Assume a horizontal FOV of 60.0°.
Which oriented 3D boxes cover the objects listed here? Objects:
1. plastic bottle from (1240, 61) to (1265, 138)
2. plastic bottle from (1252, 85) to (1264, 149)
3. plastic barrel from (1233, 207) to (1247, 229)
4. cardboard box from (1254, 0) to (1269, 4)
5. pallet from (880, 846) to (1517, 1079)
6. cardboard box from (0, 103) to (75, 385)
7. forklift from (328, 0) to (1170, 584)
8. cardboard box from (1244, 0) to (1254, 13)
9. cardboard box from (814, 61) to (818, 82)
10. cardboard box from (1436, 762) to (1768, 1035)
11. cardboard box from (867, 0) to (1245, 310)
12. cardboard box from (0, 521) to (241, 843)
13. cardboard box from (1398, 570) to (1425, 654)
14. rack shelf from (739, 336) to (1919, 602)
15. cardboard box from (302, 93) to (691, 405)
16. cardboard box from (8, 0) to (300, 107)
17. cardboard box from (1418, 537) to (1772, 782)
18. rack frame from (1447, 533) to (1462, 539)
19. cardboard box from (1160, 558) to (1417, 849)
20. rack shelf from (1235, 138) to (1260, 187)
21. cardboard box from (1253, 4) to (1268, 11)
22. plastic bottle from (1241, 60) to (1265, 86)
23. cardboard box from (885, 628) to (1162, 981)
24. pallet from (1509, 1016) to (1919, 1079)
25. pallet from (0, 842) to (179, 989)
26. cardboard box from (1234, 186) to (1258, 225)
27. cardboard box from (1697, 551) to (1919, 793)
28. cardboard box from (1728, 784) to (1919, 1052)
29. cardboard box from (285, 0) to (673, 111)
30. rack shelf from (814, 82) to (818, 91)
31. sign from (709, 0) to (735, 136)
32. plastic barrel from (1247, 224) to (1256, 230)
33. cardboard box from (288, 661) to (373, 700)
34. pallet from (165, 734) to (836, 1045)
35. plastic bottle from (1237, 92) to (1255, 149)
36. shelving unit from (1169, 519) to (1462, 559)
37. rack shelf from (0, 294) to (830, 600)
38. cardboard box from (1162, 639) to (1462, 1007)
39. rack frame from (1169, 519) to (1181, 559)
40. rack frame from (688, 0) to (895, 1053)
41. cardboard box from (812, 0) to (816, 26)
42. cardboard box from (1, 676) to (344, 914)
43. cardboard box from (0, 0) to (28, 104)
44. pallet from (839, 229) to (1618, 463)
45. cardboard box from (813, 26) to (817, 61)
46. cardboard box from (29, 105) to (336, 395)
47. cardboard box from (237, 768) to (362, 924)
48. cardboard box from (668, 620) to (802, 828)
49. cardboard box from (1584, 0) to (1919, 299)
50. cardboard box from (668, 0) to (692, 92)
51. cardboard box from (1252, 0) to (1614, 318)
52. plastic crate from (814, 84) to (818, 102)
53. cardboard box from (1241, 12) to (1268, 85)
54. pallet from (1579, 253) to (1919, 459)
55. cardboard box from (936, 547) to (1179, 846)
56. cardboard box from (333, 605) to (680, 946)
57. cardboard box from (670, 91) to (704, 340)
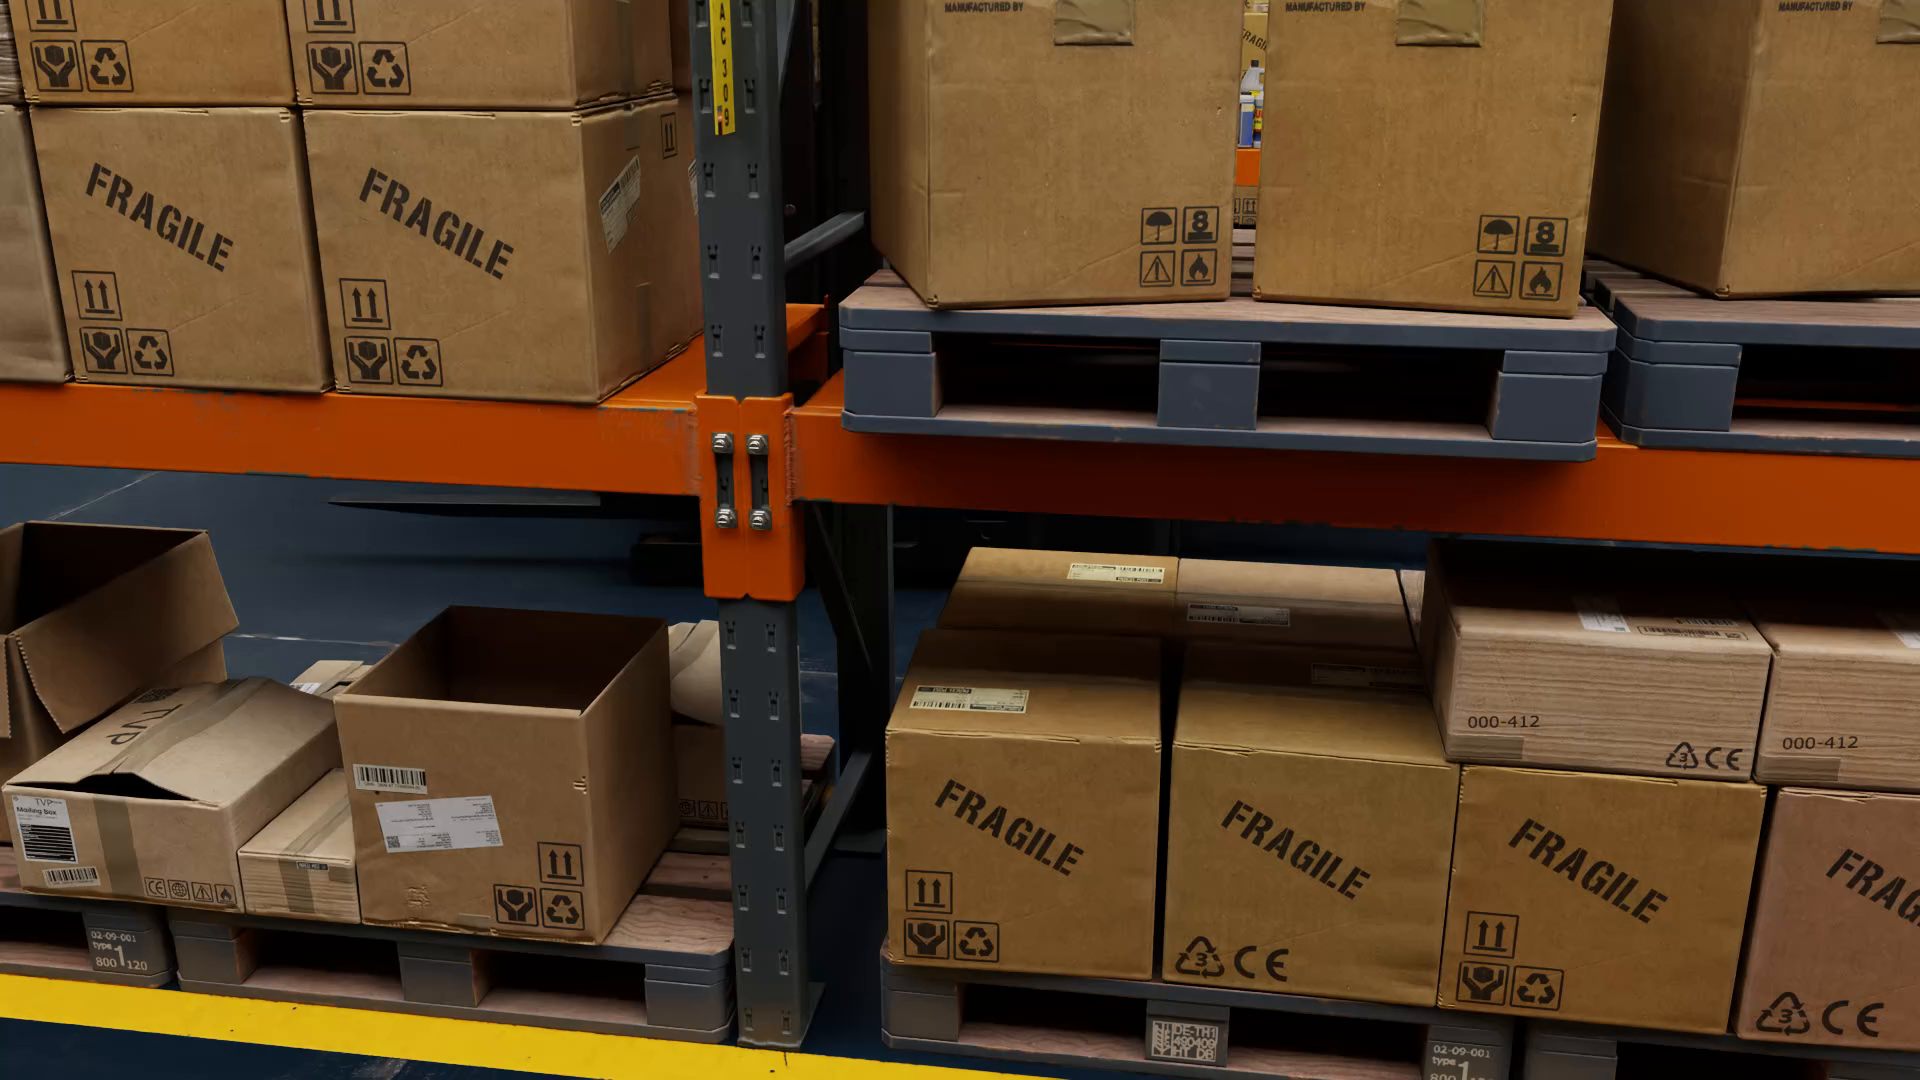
[{"bbox_3d":[1.427,-2.110,7.959,0.185,0.351,0.144,3,19,9],"label":"plastic bottle"},{"bbox_3d":[1.358,-1.885,7.413,0.097,0.271,0.097,0,18,0],"label":"plastic bottle"},{"bbox_3d":[1.025,-1.293,8.086,0.708,0.901,0.600,3,19,9],"label":"plastic barrel"},{"bbox_3d":[3.007,-5.395,16.496,0.250,0.149,0.380,3,19,9],"label":"cardboard box"},{"bbox_3d":[0.510,0.781,3.636,1.213,0.211,1.003,3,19,9],"label":"pallet"},{"bbox_3d":[-1.850,-0.613,3.251,0.500,0.500,0.500,3,19,10],"label":"cardboard box"},{"bbox_3d":[-0.762,-1.400,5.870,3.031,2.935,1.130,1,19,2],"label":"forklift"},{"bbox_3d":[1.908,-4.167,12.292,0.637,0.503,0.797,2,19,7],"label":"cardboard box"},{"bbox_3d":[-1.106,-3.571,12.643,0.250,0.149,0.380,3,19,8],"label":"cardboard box"},{"bbox_3d":[1.160,0.558,3.154,0.500,0.500,0.500,3,19,9],"label":"cardboard box"},{"bbox_3d":[0.133,-0.723,2.917,0.500,0.500,0.700,-3,19,-10],"label":"cardboard box"},{"bbox_3d":[-2.155,0.312,3.884,0.637,0.503,0.797,3,19,9],"label":"cardboard box"},{"bbox_3d":[1.215,0.394,3.643,0.500,0.500,0.500,3,19,9],"label":"cardboard box"},{"bbox_3d":[1.676,-0.128,3.093,4.000,0.370,1.077,3,19,9],"label":"rack shelf"},{"bbox_3d":[-0.833,-0.562,3.099,0.500,0.500,0.500,3,19,10],"label":"cardboard box"},{"bbox_3d":[-1.346,-1.061,3.014,0.500,0.500,0.500,3,19,8],"label":"cardboard box"},{"bbox_3d":[1.127,0.202,3.037,0.500,0.250,0.500,3,19,9],"label":"cardboard box"},{"bbox_3d":[1.813,-0.527,6.106,0.032,1.125,0.500,1,19,2],"label":"rack frame"},{"bbox_3d":[0.720,0.369,3.719,0.500,0.500,0.500,3,19,9],"label":"cardboard box"},{"bbox_3d":[2.465,-1.680,7.731,4.000,0.370,1.077,3,19,9],"label":"rack shelf"},{"bbox_3d":[2.989,-5.254,16.545,0.250,0.149,0.380,3,19,10],"label":"cardboard box"},{"bbox_3d":[1.450,-2.155,8.093,0.185,0.351,0.144,3,19,9],"label":"plastic bottle"},{"bbox_3d":[0.140,0.507,3.306,0.500,0.500,0.500,2,19,6],"label":"cardboard box"},{"bbox_3d":[1.718,0.842,3.454,1.213,0.211,1.003,3,19,9],"label":"pallet"},{"bbox_3d":[-2.185,0.657,4.008,1.213,0.211,1.003,3,19,9],"label":"pallet"},{"bbox_3d":[1.911,-2.839,12.748,0.875,0.875,1.225,3,19,9],"label":"cardboard box"},{"bbox_3d":[1.622,0.227,2.962,0.500,0.250,0.500,3,19,8],"label":"cardboard box"},{"bbox_3d":[1.660,0.584,3.078,0.500,0.500,0.500,2,19,7],"label":"cardboard box"},{"bbox_3d":[-0.840,-1.036,2.939,0.500,0.500,0.500,3,19,9],"label":"cardboard box"},{"bbox_3d":[-0.699,-3.433,12.970,4.000,0.370,1.077,3,19,9],"label":"rack shelf"},{"bbox_3d":[-0.378,-0.810,2.634,0.005,0.325,0.100,3,19,9],"label":"sign"},{"bbox_3d":[1.724,-1.258,7.980,0.708,0.901,0.600,3,19,9],"label":"plastic barrel"},{"bbox_3d":[-1.535,0.435,4.046,0.250,0.166,0.380,3,19,9],"label":"cardboard box"},{"bbox_3d":[-0.977,0.717,3.827,1.213,0.211,1.003,3,19,9],"label":"pallet"},{"bbox_3d":[1.248,-1.902,7.456,0.135,0.276,0.152,3,19,9],"label":"plastic bottle"},{"bbox_3d":[1.305,-0.534,6.127,1.048,1.125,0.538,1,19,2],"label":"shelving unit"},{"bbox_3d":[-2.274,-0.330,3.695,4.000,0.370,1.077,3,19,9],"label":"rack shelf"},{"bbox_3d":[0.668,0.531,3.236,0.500,0.500,0.500,3,19,9],"label":"cardboard box"},{"bbox_3d":[0.797,-0.541,6.147,0.032,1.125,0.500,1,19,2],"label":"rack frame"},{"bbox_3d":[-0.299,-0.570,3.280,0.127,3.000,1.000,3,19,9],"label":"rack frame"},{"bbox_3d":[-1.236,-4.142,12.542,0.500,0.500,0.500,2,19,7],"label":"cardboard box"},{"bbox_3d":[-1.647,0.519,3.570,0.500,0.311,0.500,3,19,9],"label":"cardboard box"},{"bbox_3d":[-1.843,-1.087,3.090,0.500,0.500,0.500,3,19,9],"label":"cardboard box"},{"bbox_3d":[0.472,-0.405,3.088,1.213,0.211,1.003,3,19,9],"label":"pallet"},{"bbox_3d":[-1.233,-3.786,12.657,0.500,0.250,0.500,2,19,7],"label":"cardboard box"},{"bbox_3d":[-1.343,-0.588,3.176,0.500,0.500,0.500,3,19,10],"label":"cardboard box"},{"bbox_3d":[-1.286,0.633,3.483,0.250,0.149,0.380,3,19,9],"label":"cardboard box"},{"bbox_3d":[-0.679,0.407,3.903,0.500,0.311,0.500,3,19,9],"label":"cardboard box"},{"bbox_3d":[1.455,-0.747,2.990,0.500,0.500,0.700,-2,19,-5],"label":"cardboard box"},{"bbox_3d":[-0.720,-1.204,3.440,0.500,0.500,0.500,3,19,10],"label":"cardboard box"},{"bbox_3d":[0.822,-0.708,2.873,0.500,0.500,0.700,6,19,17],"label":"cardboard box"},{"bbox_3d":[-0.988,-2.229,8.329,0.530,0.282,0.437,3,19,9],"label":"plastic crate"},{"bbox_3d":[2.187,-3.595,12.161,0.500,0.500,0.500,3,19,9],"label":"cardboard box"},{"bbox_3d":[1.729,-0.374,2.997,1.213,0.211,1.003,3,19,9],"label":"pallet"},{"bbox_3d":[0.234,0.342,3.801,0.500,0.500,0.500,3,19,8],"label":"cardboard box"},{"bbox_3d":[-0.907,0.467,3.427,0.500,0.500,0.500,3,19,9],"label":"cardboard box"},{"bbox_3d":[-0.759,-0.729,3.596,0.500,0.500,0.500,3,19,10],"label":"cardboard box"}]
